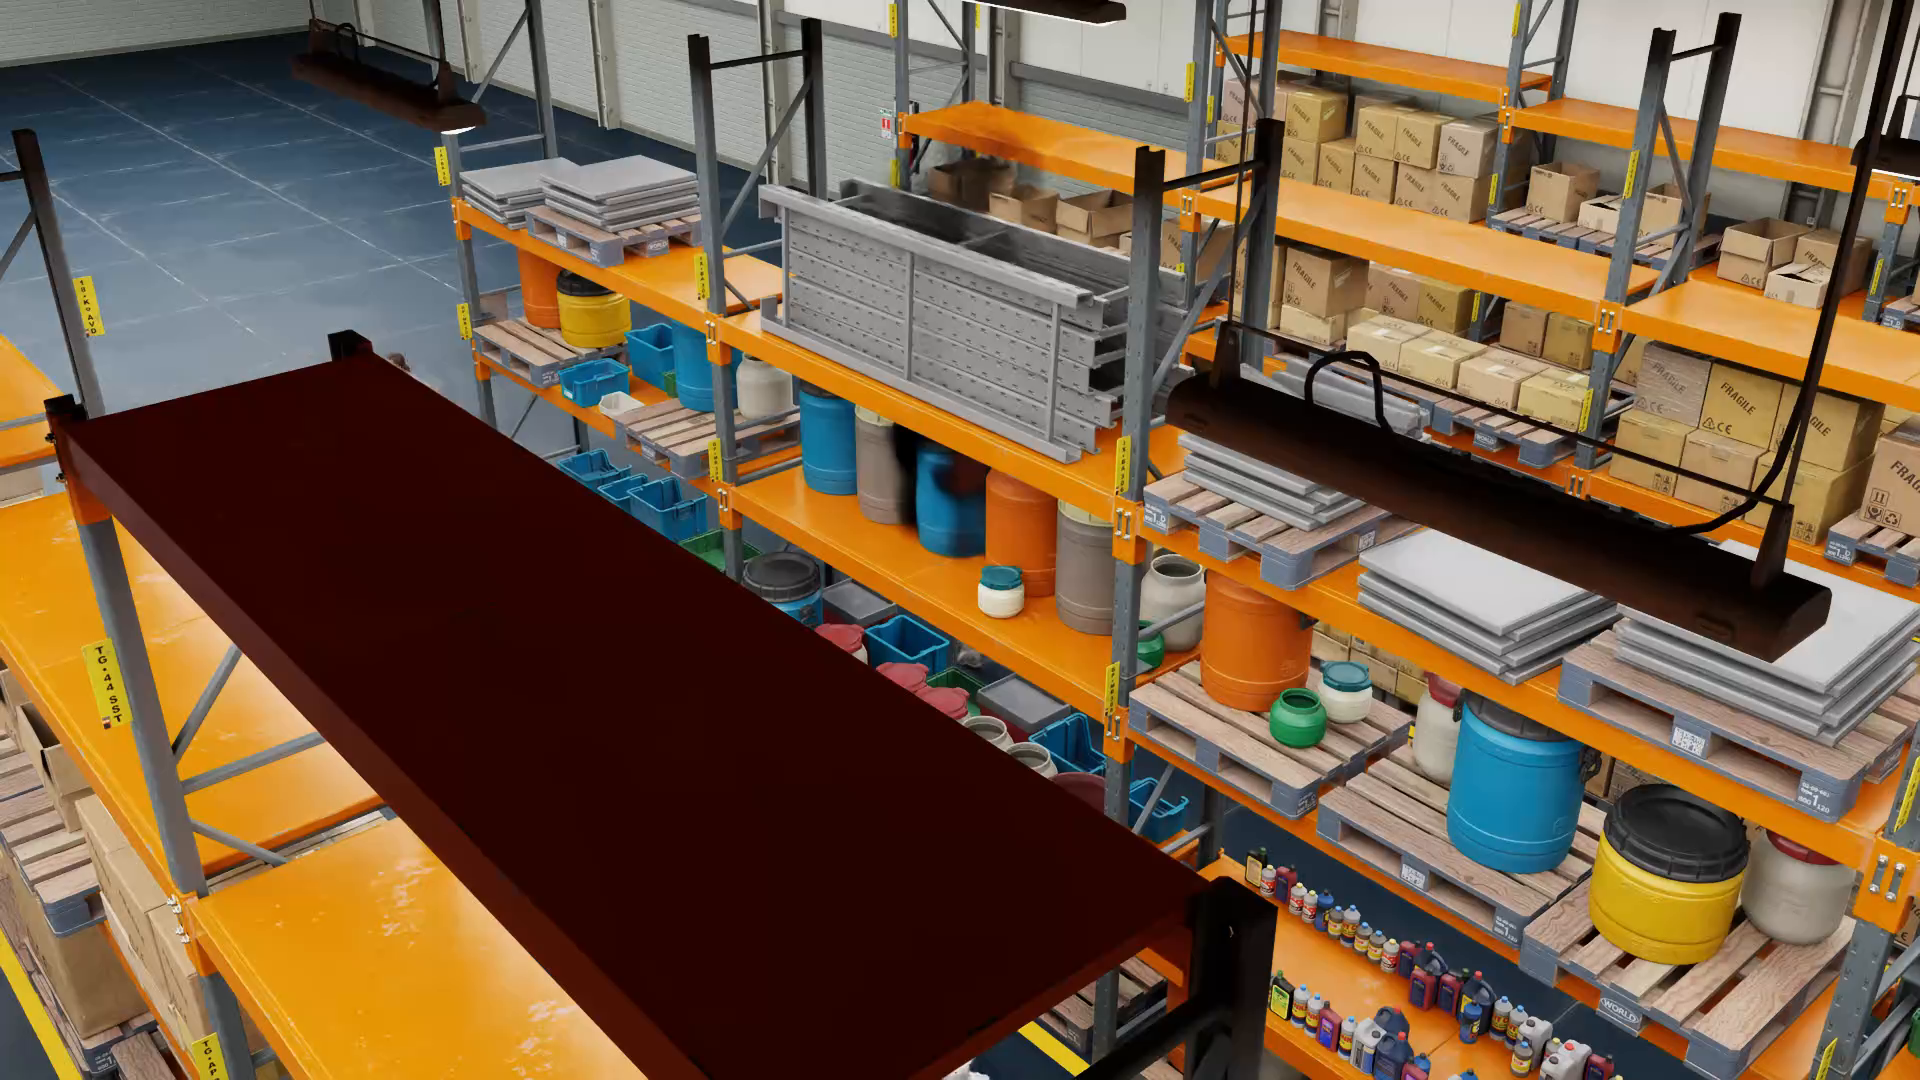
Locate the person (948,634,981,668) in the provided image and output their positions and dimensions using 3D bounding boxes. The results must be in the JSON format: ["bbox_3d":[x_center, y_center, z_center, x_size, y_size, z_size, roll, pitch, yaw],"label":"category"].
[{"bbox_3d":[-0.033,0.364,15.024,0.561,1.662,0.562,-23,35,-37],"label":"person"}]

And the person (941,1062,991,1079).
[{"bbox_3d":[-0.073,3.400,9.005,0.587,1.723,0.703,20,33,34],"label":"person"}]

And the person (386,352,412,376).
[{"bbox_3d":[-5.975,-1.322,18.428,0.910,1.654,0.568,-9,28,-17],"label":"person"}]
